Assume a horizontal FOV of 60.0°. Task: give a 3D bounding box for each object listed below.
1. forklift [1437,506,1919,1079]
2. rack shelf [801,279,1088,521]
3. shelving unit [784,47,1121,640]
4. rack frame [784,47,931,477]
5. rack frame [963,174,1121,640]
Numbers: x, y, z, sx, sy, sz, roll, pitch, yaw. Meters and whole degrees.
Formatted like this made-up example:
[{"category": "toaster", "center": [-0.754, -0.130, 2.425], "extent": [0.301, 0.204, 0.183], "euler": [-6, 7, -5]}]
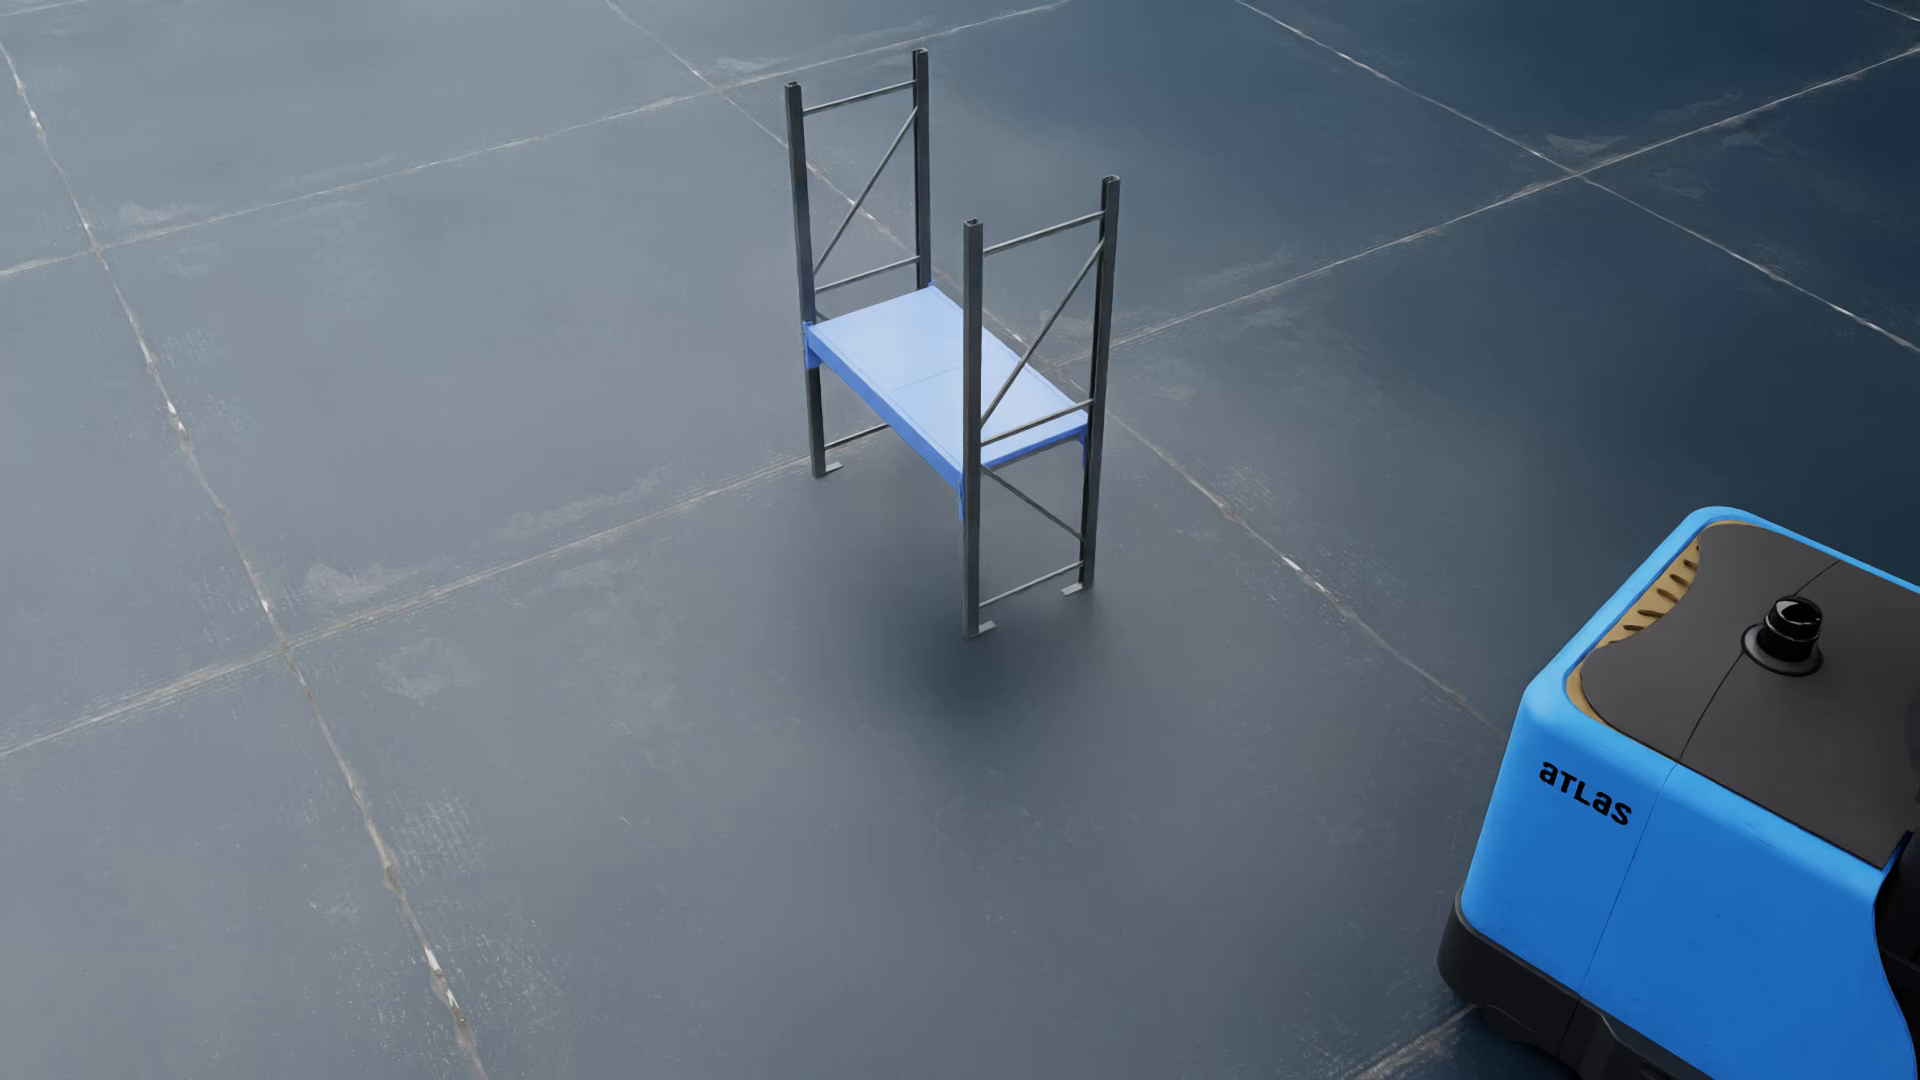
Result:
[{"category": "forklift", "center": [2.660, 0.456, 2.913], "extent": [3.031, 2.935, 1.130], "euler": [31, 49, 32]}, {"category": "rack shelf", "center": [-0.046, -0.484, 5.440], "extent": [0.538, 0.185, 1.000], "euler": [-22, 45, -24]}, {"category": "shelving unit", "center": [-0.046, -0.622, 5.325], "extent": [0.538, 1.500, 1.048], "euler": [-22, 45, -24]}, {"category": "rack frame", "center": [-0.319, -0.897, 5.654], "extent": [0.500, 1.500, 0.032], "euler": [-22, 45, -24]}, {"category": "rack frame", "center": [0.227, -0.348, 4.996], "extent": [0.500, 1.500, 0.032], "euler": [-22, 45, -24]}]
